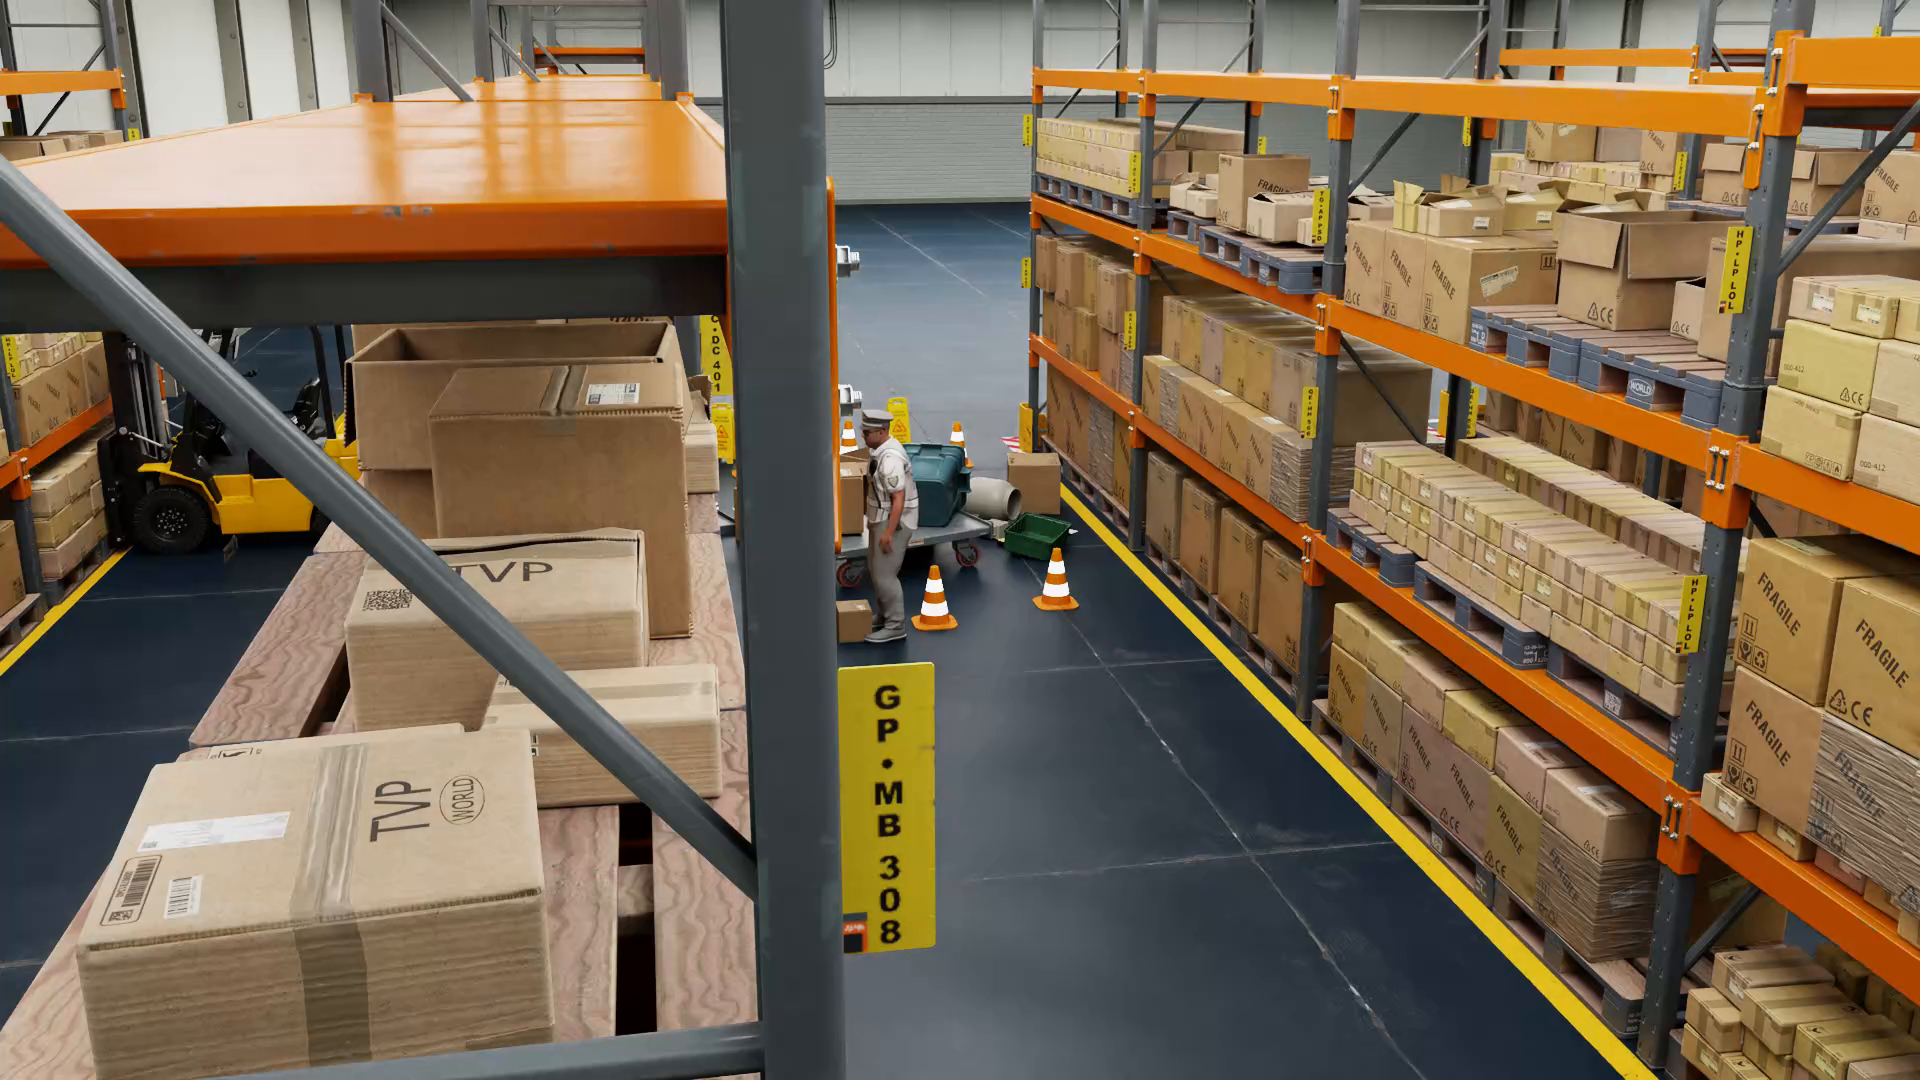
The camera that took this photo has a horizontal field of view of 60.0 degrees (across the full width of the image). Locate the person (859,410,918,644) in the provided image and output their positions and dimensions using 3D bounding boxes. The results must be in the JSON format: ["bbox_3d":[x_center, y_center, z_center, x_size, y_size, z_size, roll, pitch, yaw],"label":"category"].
[{"bbox_3d":[-0.541,-0.120,12.432,0.434,1.749,0.605,-4,17,-13],"label":"person"}]
